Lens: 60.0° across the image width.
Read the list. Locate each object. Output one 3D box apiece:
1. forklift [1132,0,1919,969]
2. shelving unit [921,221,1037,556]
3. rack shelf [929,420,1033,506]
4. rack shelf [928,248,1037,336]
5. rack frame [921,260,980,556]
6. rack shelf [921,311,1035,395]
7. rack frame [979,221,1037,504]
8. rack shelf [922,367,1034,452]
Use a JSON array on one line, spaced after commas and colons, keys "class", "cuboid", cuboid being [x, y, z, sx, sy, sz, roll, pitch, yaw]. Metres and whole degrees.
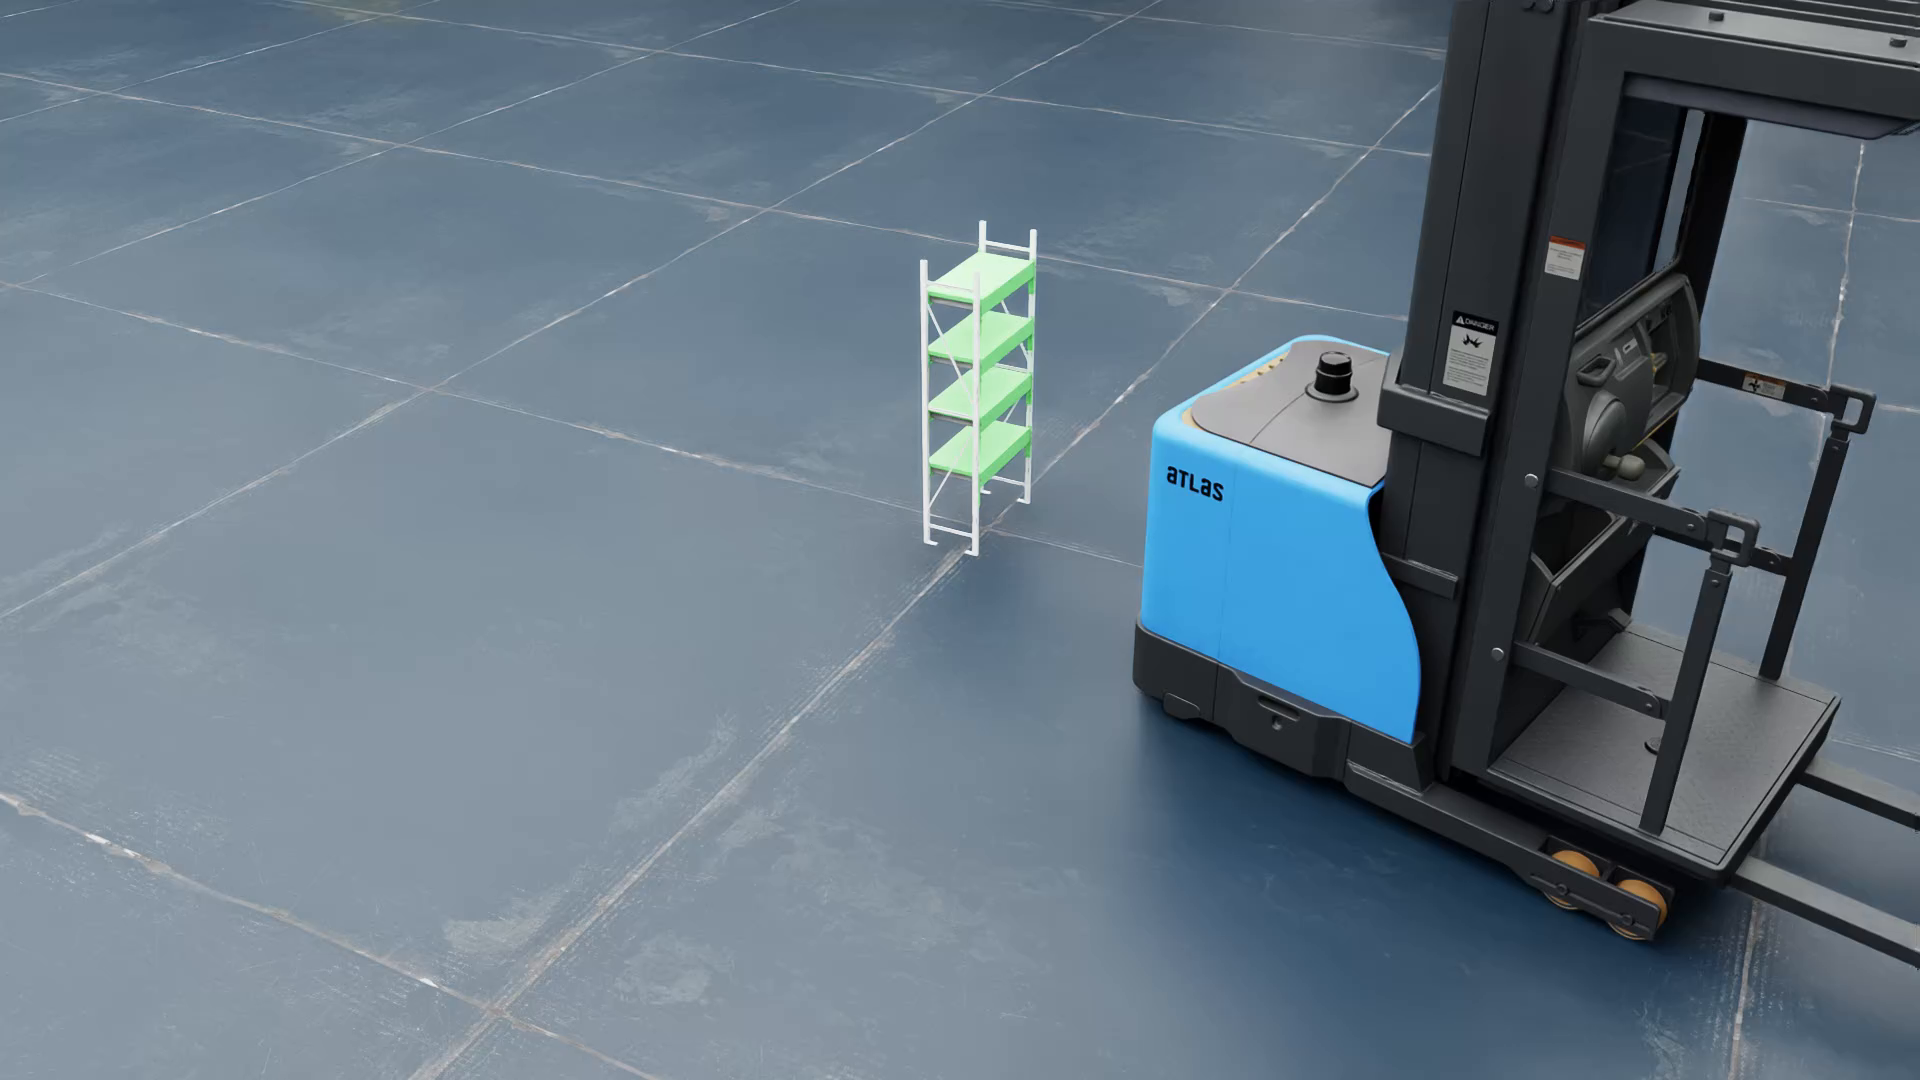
[{"class": "forklift", "cuboid": [2.043, -0.426, 4.549, 3.031, 2.935, 1.130, 23, 37, 34]}, {"class": "shelving unit", "cuboid": [0.075, -0.594, 6.579, 0.258, 1.200, 0.503, 14, 33, 23]}, {"class": "rack shelf", "cuboid": [0.075, -0.330, 6.730, 0.258, 0.148, 0.480, 14, 33, 23]}, {"class": "rack shelf", "cuboid": [0.075, -0.955, 6.372, 0.258, 0.148, 0.480, 14, 33, 23]}, {"class": "rack frame", "cuboid": [-0.036, -0.486, 6.391, 0.240, 1.200, 0.015, 14, 33, 23]}, {"class": "rack shelf", "cuboid": [0.075, -0.746, 6.491, 0.258, 0.148, 0.480, 14, 33, 23]}, {"class": "rack frame", "cuboid": [0.187, -0.702, 6.767, 0.240, 1.200, 0.015, 14, 33, 23]}, {"class": "rack shelf", "cuboid": [0.075, -0.538, 6.611, 0.258, 0.148, 0.480, 14, 33, 23]}]
